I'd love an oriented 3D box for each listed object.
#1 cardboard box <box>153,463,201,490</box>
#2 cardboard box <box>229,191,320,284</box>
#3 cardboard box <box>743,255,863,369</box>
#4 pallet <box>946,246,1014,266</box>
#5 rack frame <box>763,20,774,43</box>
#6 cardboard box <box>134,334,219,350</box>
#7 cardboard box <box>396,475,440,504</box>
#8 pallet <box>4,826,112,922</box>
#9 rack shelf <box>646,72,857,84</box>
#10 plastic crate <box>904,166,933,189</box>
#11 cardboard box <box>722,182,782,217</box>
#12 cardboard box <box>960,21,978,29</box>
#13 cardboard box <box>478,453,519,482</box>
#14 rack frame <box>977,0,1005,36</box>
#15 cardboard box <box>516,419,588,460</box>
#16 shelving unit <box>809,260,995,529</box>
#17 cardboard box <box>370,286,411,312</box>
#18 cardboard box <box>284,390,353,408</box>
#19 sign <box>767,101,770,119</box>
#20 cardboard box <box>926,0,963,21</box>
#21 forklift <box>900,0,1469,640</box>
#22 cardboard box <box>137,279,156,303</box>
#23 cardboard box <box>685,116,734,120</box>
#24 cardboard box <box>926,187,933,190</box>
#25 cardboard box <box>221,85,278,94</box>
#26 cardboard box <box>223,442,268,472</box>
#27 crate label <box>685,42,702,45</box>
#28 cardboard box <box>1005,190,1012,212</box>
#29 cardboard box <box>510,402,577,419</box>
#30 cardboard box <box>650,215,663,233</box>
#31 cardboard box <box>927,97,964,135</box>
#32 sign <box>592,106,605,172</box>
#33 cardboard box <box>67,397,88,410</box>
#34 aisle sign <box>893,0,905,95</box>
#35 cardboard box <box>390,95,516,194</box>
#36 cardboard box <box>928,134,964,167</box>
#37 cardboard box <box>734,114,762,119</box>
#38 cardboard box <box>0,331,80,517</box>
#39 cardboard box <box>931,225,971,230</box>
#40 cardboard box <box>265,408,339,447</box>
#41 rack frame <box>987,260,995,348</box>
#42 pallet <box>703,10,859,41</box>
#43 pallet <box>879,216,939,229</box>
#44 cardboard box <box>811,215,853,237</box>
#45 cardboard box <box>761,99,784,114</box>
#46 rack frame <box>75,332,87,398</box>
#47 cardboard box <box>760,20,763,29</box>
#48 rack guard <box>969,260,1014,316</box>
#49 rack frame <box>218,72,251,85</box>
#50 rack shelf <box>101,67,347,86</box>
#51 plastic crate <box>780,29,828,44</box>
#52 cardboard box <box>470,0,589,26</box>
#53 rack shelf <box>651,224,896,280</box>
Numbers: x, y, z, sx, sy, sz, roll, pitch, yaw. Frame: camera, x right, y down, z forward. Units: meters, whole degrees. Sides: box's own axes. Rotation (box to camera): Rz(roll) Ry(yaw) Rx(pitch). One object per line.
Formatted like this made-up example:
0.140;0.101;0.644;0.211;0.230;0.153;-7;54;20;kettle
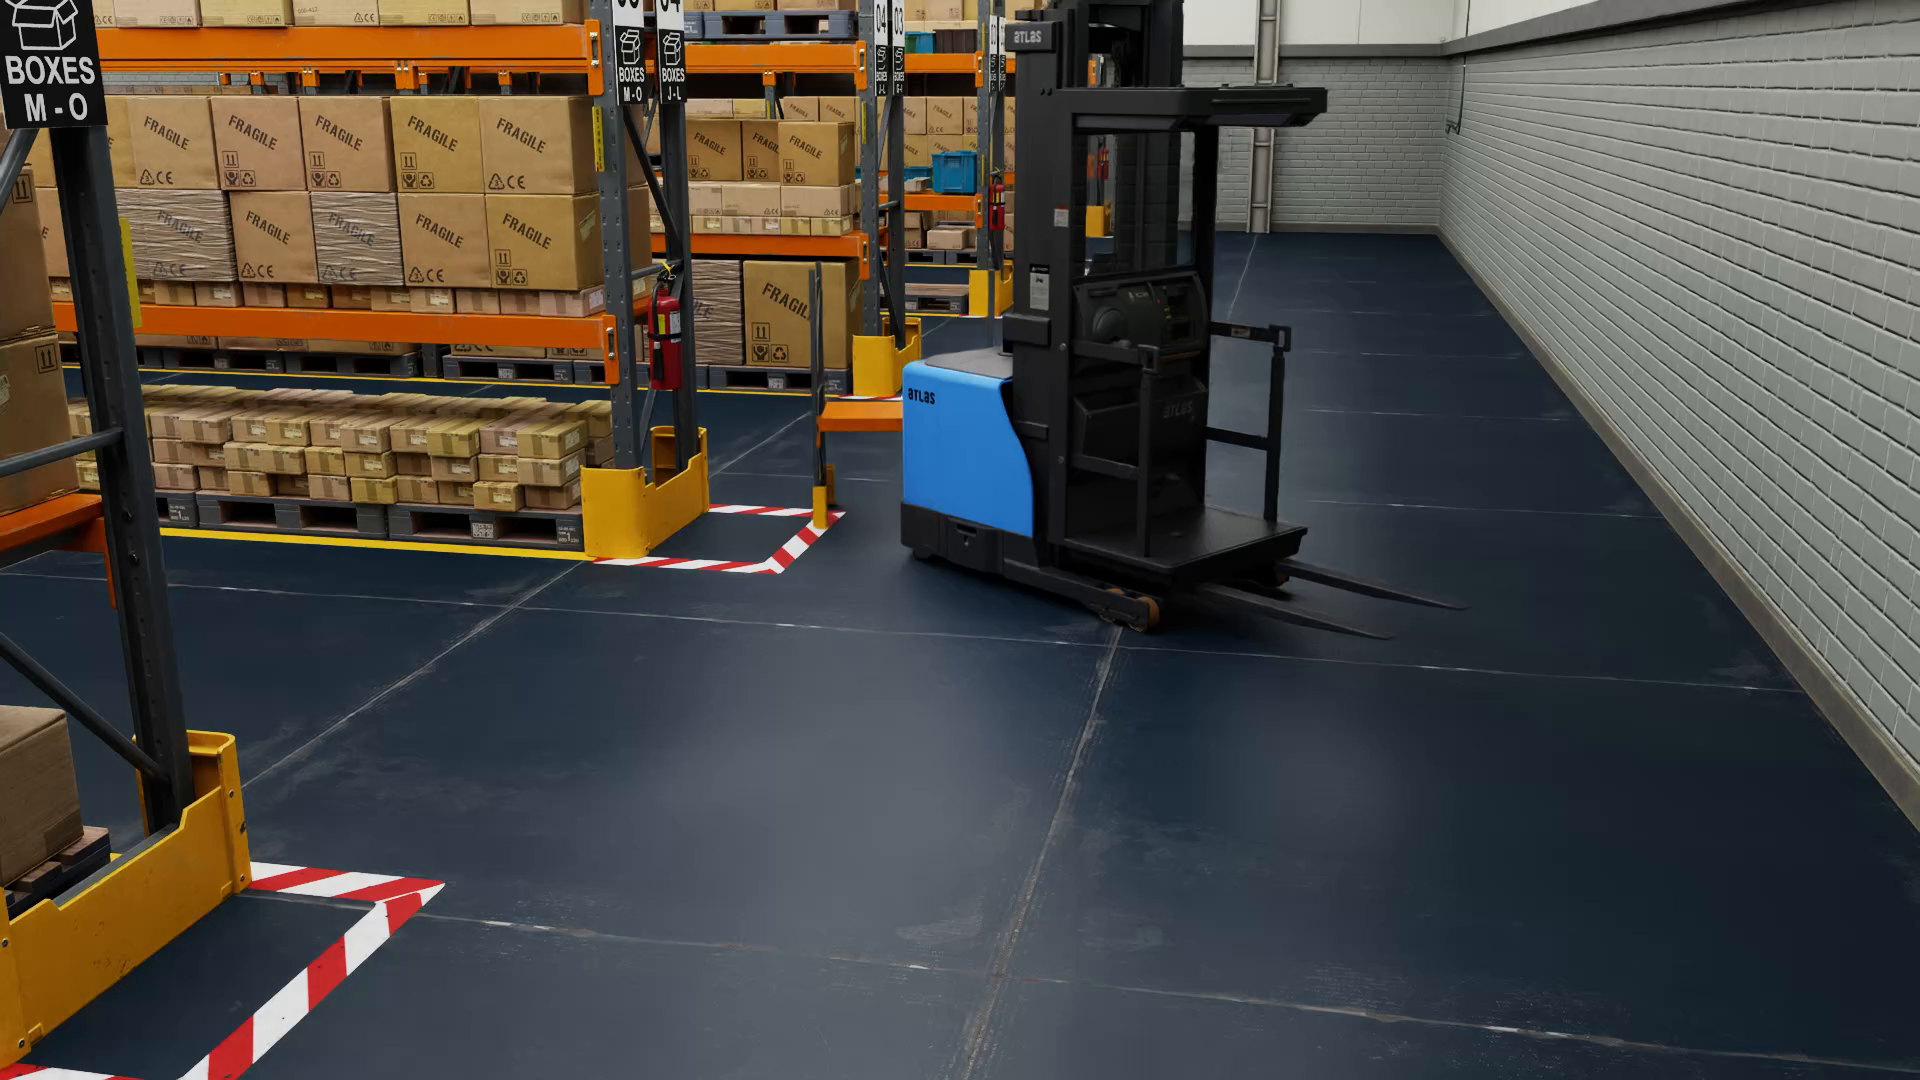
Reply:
-4.581;-0.417;9.933;0.250;0.149;0.380;3;16;10;cardboard box
-3.708;-1.724;9.353;0.500;0.500;0.500;4;16;14;cardboard box
-1.283;-1.977;14.205;0.875;0.875;0.875;3;16;11;cardboard box
0.482;-4.079;23.824;1.213;0.211;1.003;3;16;11;pallet
-2.582;-8.481;23.252;0.127;3.000;1.000;3;16;11;rack frame
-6.936;-2.298;15.363;0.875;0.875;1.225;3;16;11;cardboard box
-3.043;-0.329;9.615;0.250;0.149;0.380;3;16;12;cardboard box
-3.414;1.128;5.023;1.213;0.211;1.003;3;16;11;pallet
-3.558;-8.091;28.811;4.000;0.370;1.077;3;16;11;rack shelf
-0.475;-4.164;19.107;0.300;0.233;0.416;3;16;11;plastic crate
-1.665;-2.840;13.851;0.500;0.250;0.500;3;16;10;cardboard box
0.293;-6.978;22.791;0.500;0.250;0.500;3;16;11;cardboard box
-2.547;-0.447;9.483;0.250;0.149;0.380;3;16;10;cardboard box
0.347;-6.973;17.807;0.127;3.000;1.000;3;16;11;rack frame
-2.297;-0.571;9.373;0.250;0.149;0.380;3;16;12;cardboard box
-0.319;-0.868;9.815;1.083;1.500;0.587;0;15;0;shelving unit
-3.095;-1.378;9.317;0.250;0.149;0.380;2;16;9;cardboard box
-3.954;-0.821;10.275;0.250;0.149;0.380;3;16;9;cardboard box
-2.689;-6.002;23.373;0.005;0.325;0.100;3;16;11;sign
-0.153;-7.423;22.991;0.500;0.500;0.700;3;16;11;cardboard box
1.045;-1.130;8.082;1.130;2.935;3.031;-14;21;-41;forklift
-4.630;-1.474;9.665;0.250;0.149;0.380;2;16;9;cardboard box
-3.688;-5.944;24.358;0.500;0.500;0.700;6;16;20;cardboard box
-0.587;-6.064;28.444;0.250;0.149;0.380;4;16;13;cardboard box
-10.858;-6.711;25.482;0.500;0.500;0.700;3;16;11;cardboard box
-4.081;-0.516;9.732;0.250;0.149;0.380;3;16;11;cardboard box
-3.151;-5.511;18.644;0.466;0.136;0.293;3;16;11;crate label
0.632;-5.735;28.473;0.500;0.500;0.700;3;16;9;cardboard box
-2.467;-0.709;9.871;0.250;0.149;0.380;3;16;12;cardboard box
-2.553;-2.679;14.015;0.250;0.149;0.380;3;16;12;cardboard box
-0.157;-5.912;23.155;0.500;0.500;0.500;4;16;13;cardboard box
-1.858;-2.060;8.548;0.005;0.325;0.100;3;16;11;sign
-5.351;-0.749;10.017;0.250;0.149;0.380;4;16;13;cardboard box
-0.510;-4.113;13.852;0.004;0.787;0.394;3;16;11;aisle sign
-2.722;-2.153;9.029;0.500;0.500;0.500;3;16;9;cardboard box
-0.152;-5.433;23.297;0.500;0.500;0.500;3;16;12;cardboard box
-3.584;-7.124;28.811;0.500;0.500;0.500;4;16;13;cardboard box
-3.028;-0.342;4.921;0.500;0.500;0.500;3;16;11;cardboard box
-0.119;-4.420;24.157;0.500;0.250;0.500;3;16;11;cardboard box
-3.825;-0.659;9.692;0.250;0.149;0.380;3;16;11;cardboard box
0.180;-0.867;9.813;0.032;1.500;0.500;0;15;0;rack frame
-1.369;-4.225;13.674;1.213;0.211;1.003;3;16;11;pallet
-0.869;-5.481;28.884;1.213;0.211;1.003;3;16;11;pallet
-1.055;-2.598;13.721;0.250;0.149;0.380;3;16;12;cardboard box
-3.106;-7.463;28.629;0.500;0.250;0.500;3;16;12;cardboard box
-5.647;-1.706;10.033;0.127;3.000;1.000;3;16;11;rack frame
-3.061;-7.380;23.736;0.600;0.600;0.600;2;16;6;cardboard box
0.373;-2.879;18.949;0.348;0.500;1.175;3;16;11;rack guard
-13.358;-7.524;31.036;0.127;3.000;1.000;3;16;11;rack frame
-9.452;-5.712;20.223;4.000;0.370;1.077;3;16;11;rack shelf
-1.763;-5.669;18.940;0.530;0.282;0.437;3;16;11;plastic crate
-2.226;-2.822;8.722;0.500;0.250;0.500;3;16;10;cardboard box
-2.600;-2.546;14.410;4.000;0.370;1.077;3;16;11;rack shelf
